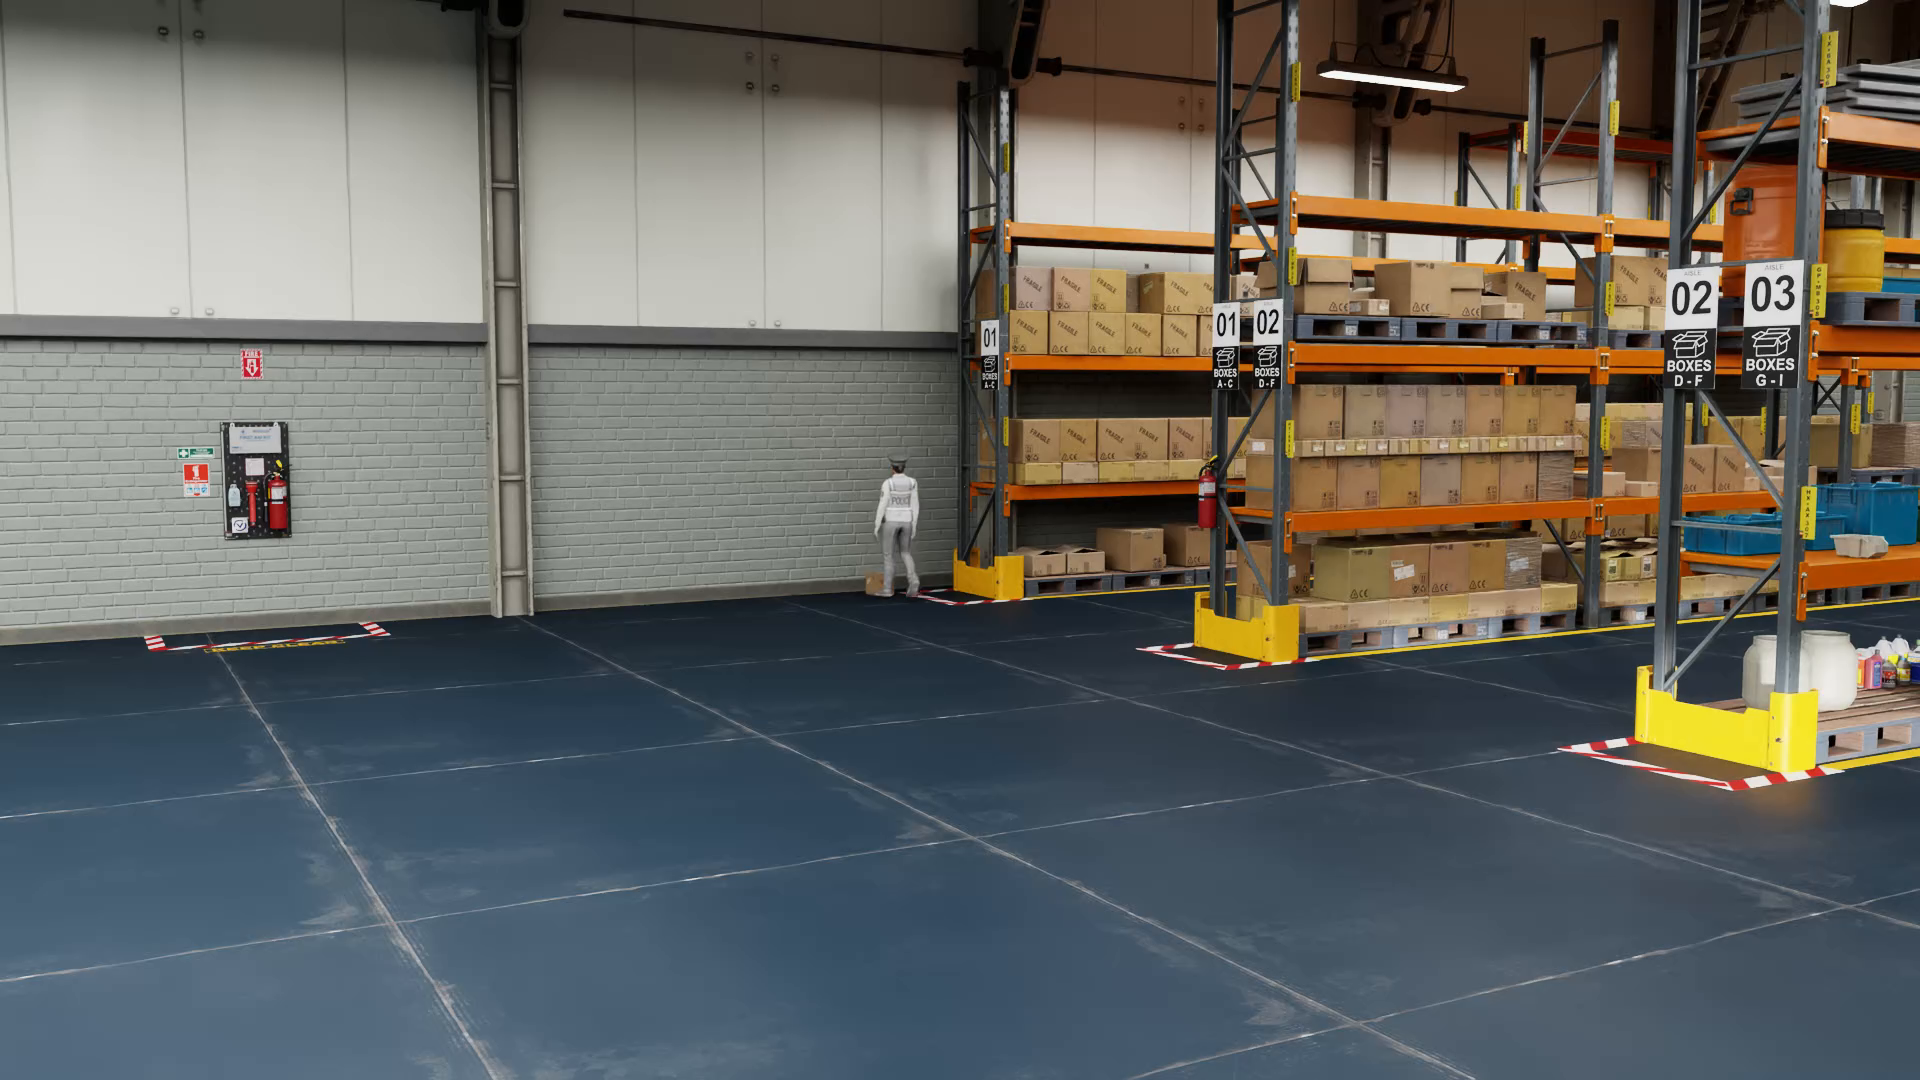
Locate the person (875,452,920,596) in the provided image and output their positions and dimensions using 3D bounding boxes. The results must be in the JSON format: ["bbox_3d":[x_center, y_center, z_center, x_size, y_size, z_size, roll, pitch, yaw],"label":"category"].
[{"bbox_3d":[-0.735,-0.174,19.173,0.501,1.673,0.577,-3,6,-28],"label":"person"}]
